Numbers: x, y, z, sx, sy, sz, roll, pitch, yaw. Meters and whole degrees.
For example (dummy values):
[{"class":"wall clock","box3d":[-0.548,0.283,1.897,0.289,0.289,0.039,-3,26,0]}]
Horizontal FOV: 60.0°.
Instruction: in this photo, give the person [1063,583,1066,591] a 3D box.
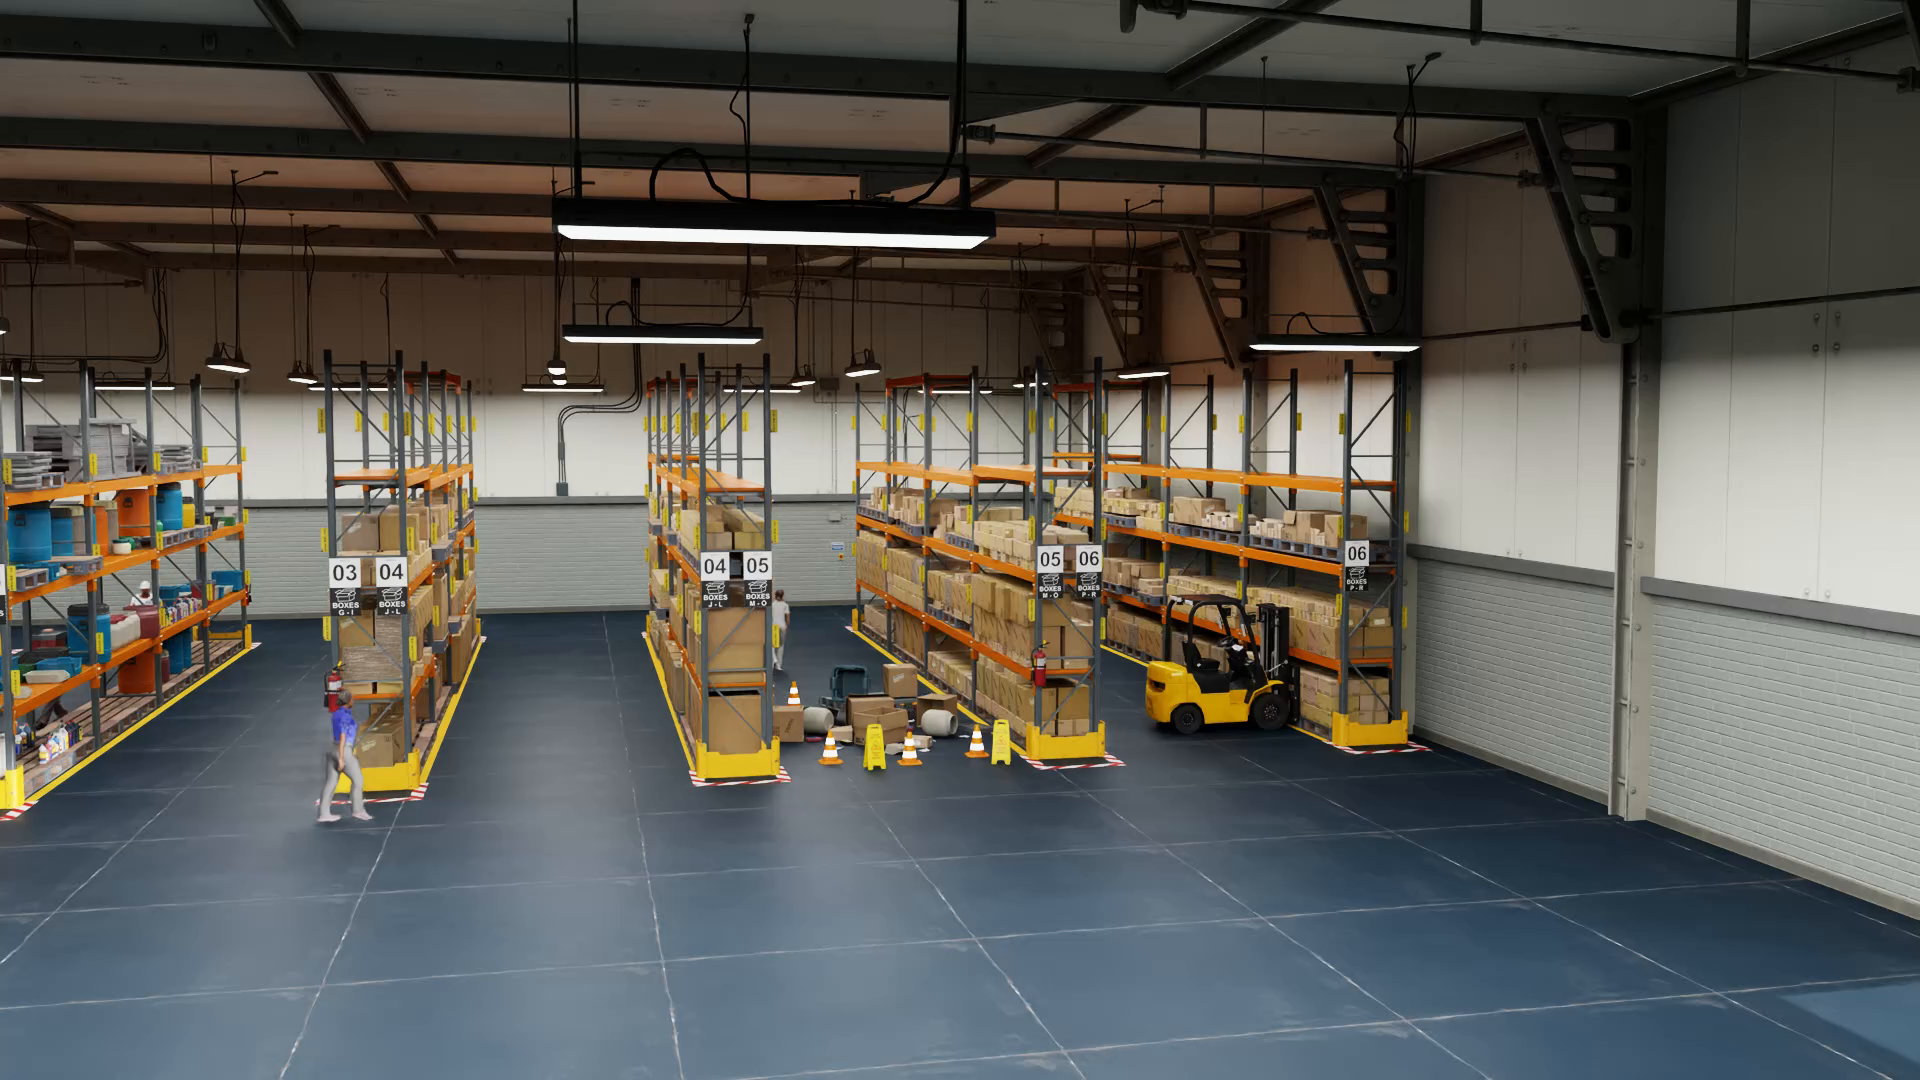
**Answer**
[{"class":"person","box3d":[2.599,1.231,42.774,0.790,1.564,0.412,-1,4,-10]}]

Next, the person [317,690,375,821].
[{"class":"person","box3d":[-7.804,2.747,20.983,0.478,1.667,0.676,4,5,43]}]

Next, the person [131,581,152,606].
[{"class":"person","box3d":[-17.010,1.718,34.678,0.565,1.707,0.991,-1,4,-8]}]

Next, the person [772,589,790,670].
[{"class":"person","box3d":[-3.694,1.833,33.828,0.500,1.644,0.598,-1,4,-10]}]

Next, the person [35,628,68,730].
[{"class":"person","box3d":[-14.969,2.274,27.336,0.523,1.642,1.098,0,4,3]}]
